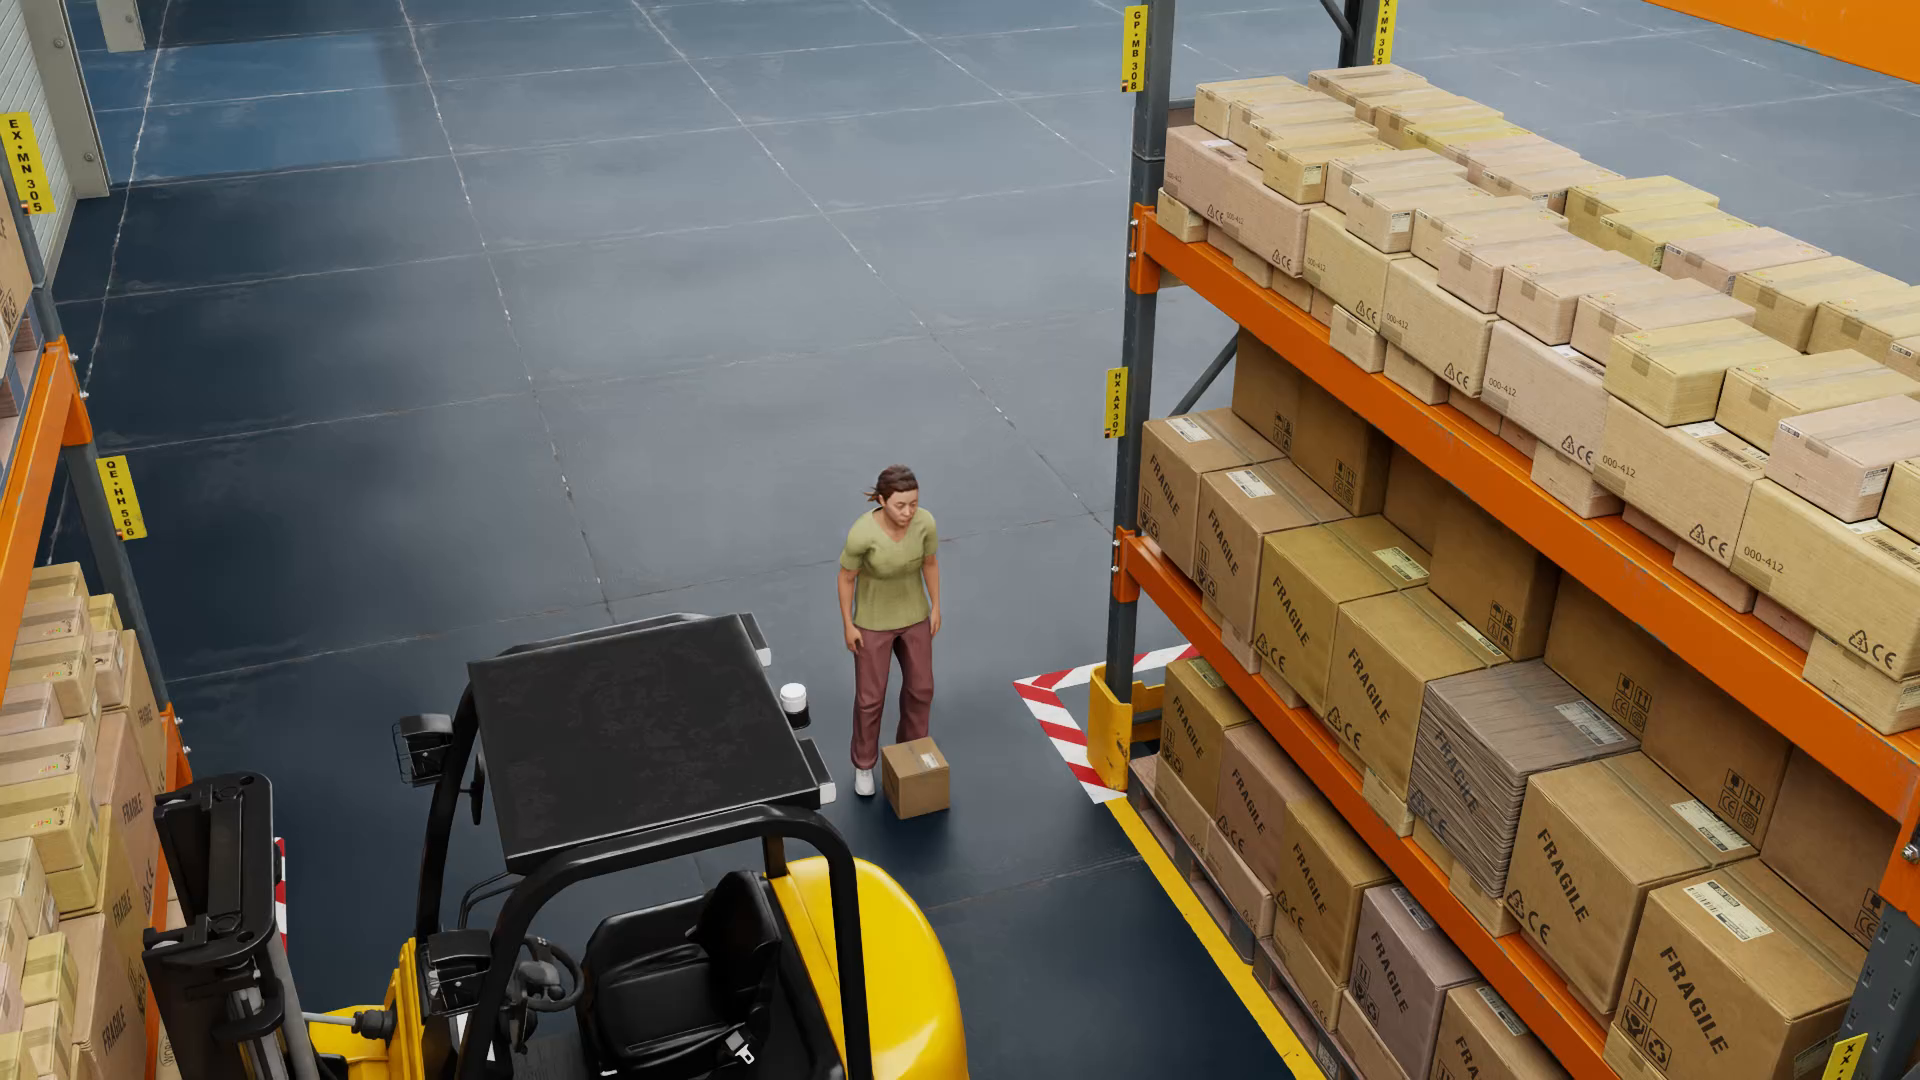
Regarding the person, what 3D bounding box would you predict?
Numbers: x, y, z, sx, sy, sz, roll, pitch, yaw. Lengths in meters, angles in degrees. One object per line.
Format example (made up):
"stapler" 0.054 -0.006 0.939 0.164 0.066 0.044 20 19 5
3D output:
"person" -0.306 0.386 7.670 0.499 1.672 0.357 -12 32 -19
